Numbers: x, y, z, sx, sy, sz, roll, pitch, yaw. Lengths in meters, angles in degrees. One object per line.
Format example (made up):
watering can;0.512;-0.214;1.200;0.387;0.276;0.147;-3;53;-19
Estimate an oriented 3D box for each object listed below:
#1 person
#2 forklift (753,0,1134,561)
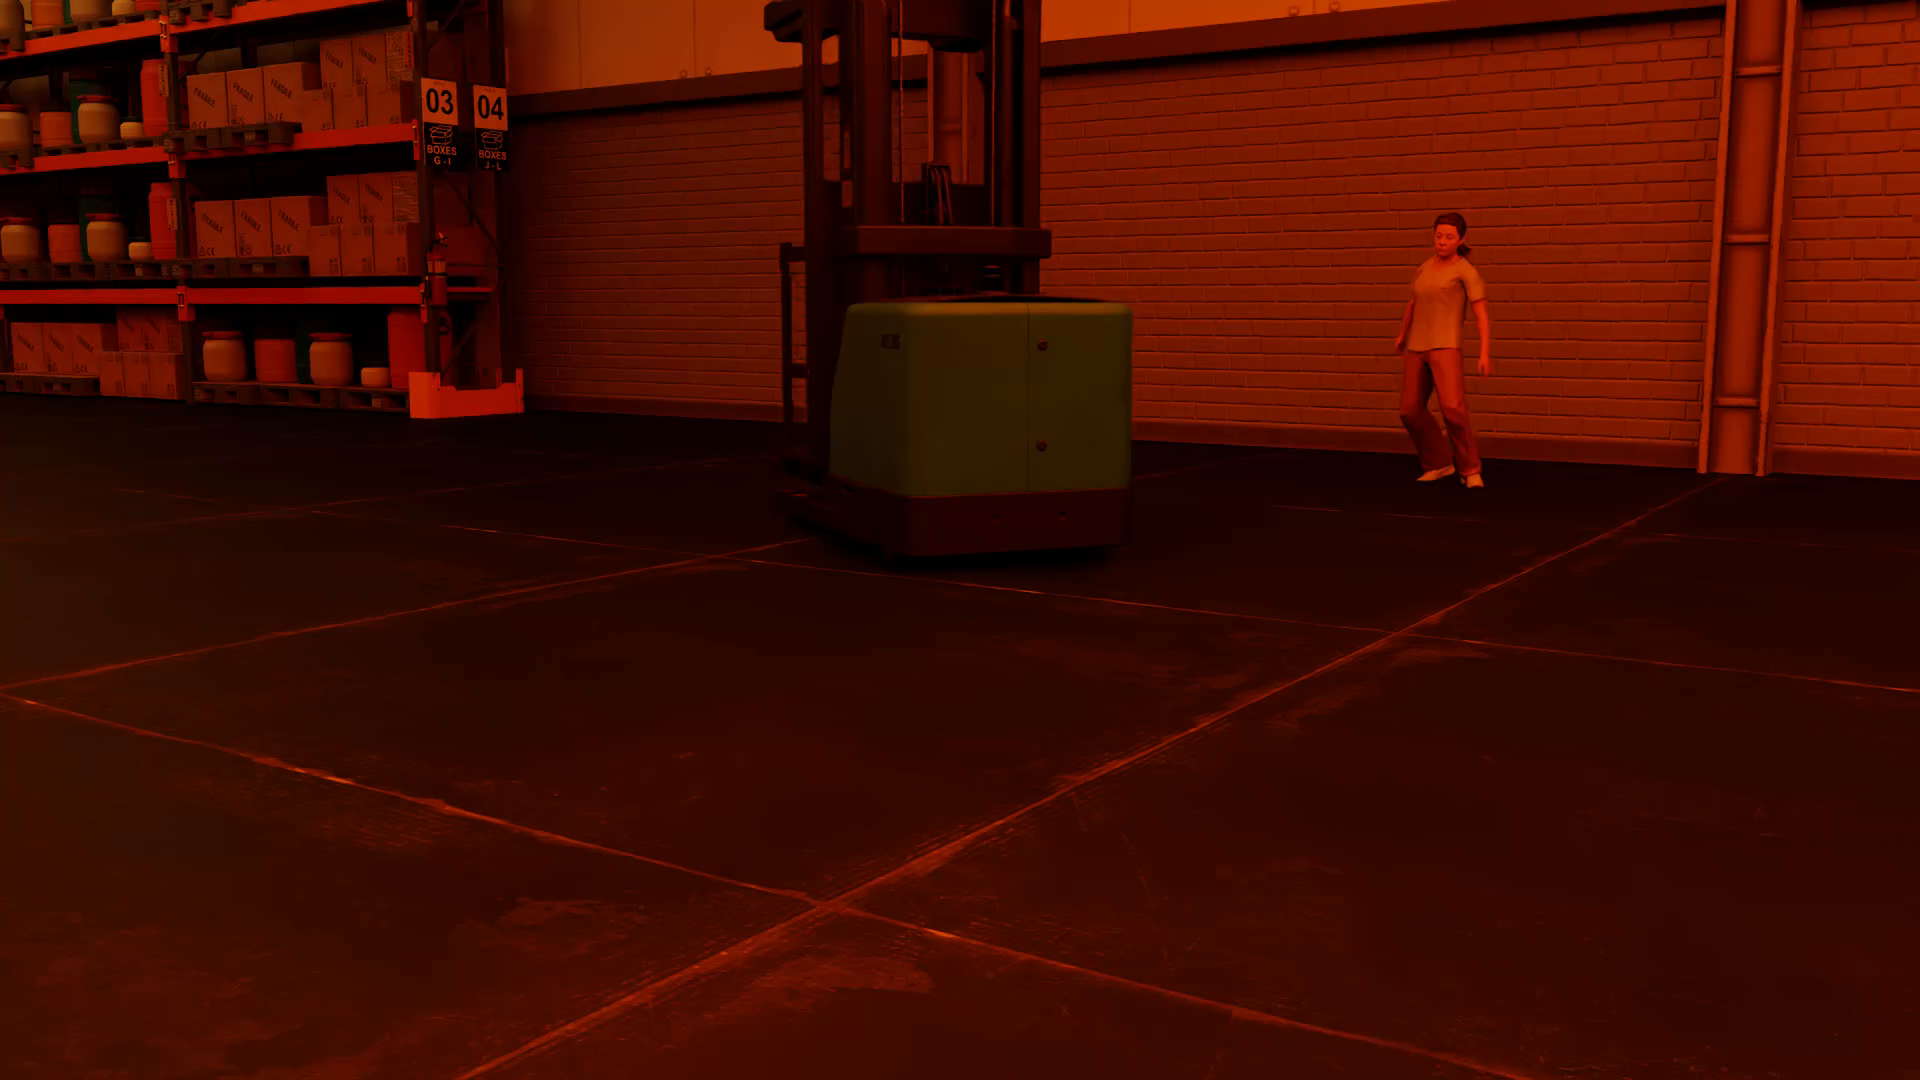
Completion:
person;2.905;-1.124;9.968;0.486;1.640;0.815;-5;9;-29
forklift;-0.289;-1.535;7.987;1.130;2.935;3.031;-3;9;-22
